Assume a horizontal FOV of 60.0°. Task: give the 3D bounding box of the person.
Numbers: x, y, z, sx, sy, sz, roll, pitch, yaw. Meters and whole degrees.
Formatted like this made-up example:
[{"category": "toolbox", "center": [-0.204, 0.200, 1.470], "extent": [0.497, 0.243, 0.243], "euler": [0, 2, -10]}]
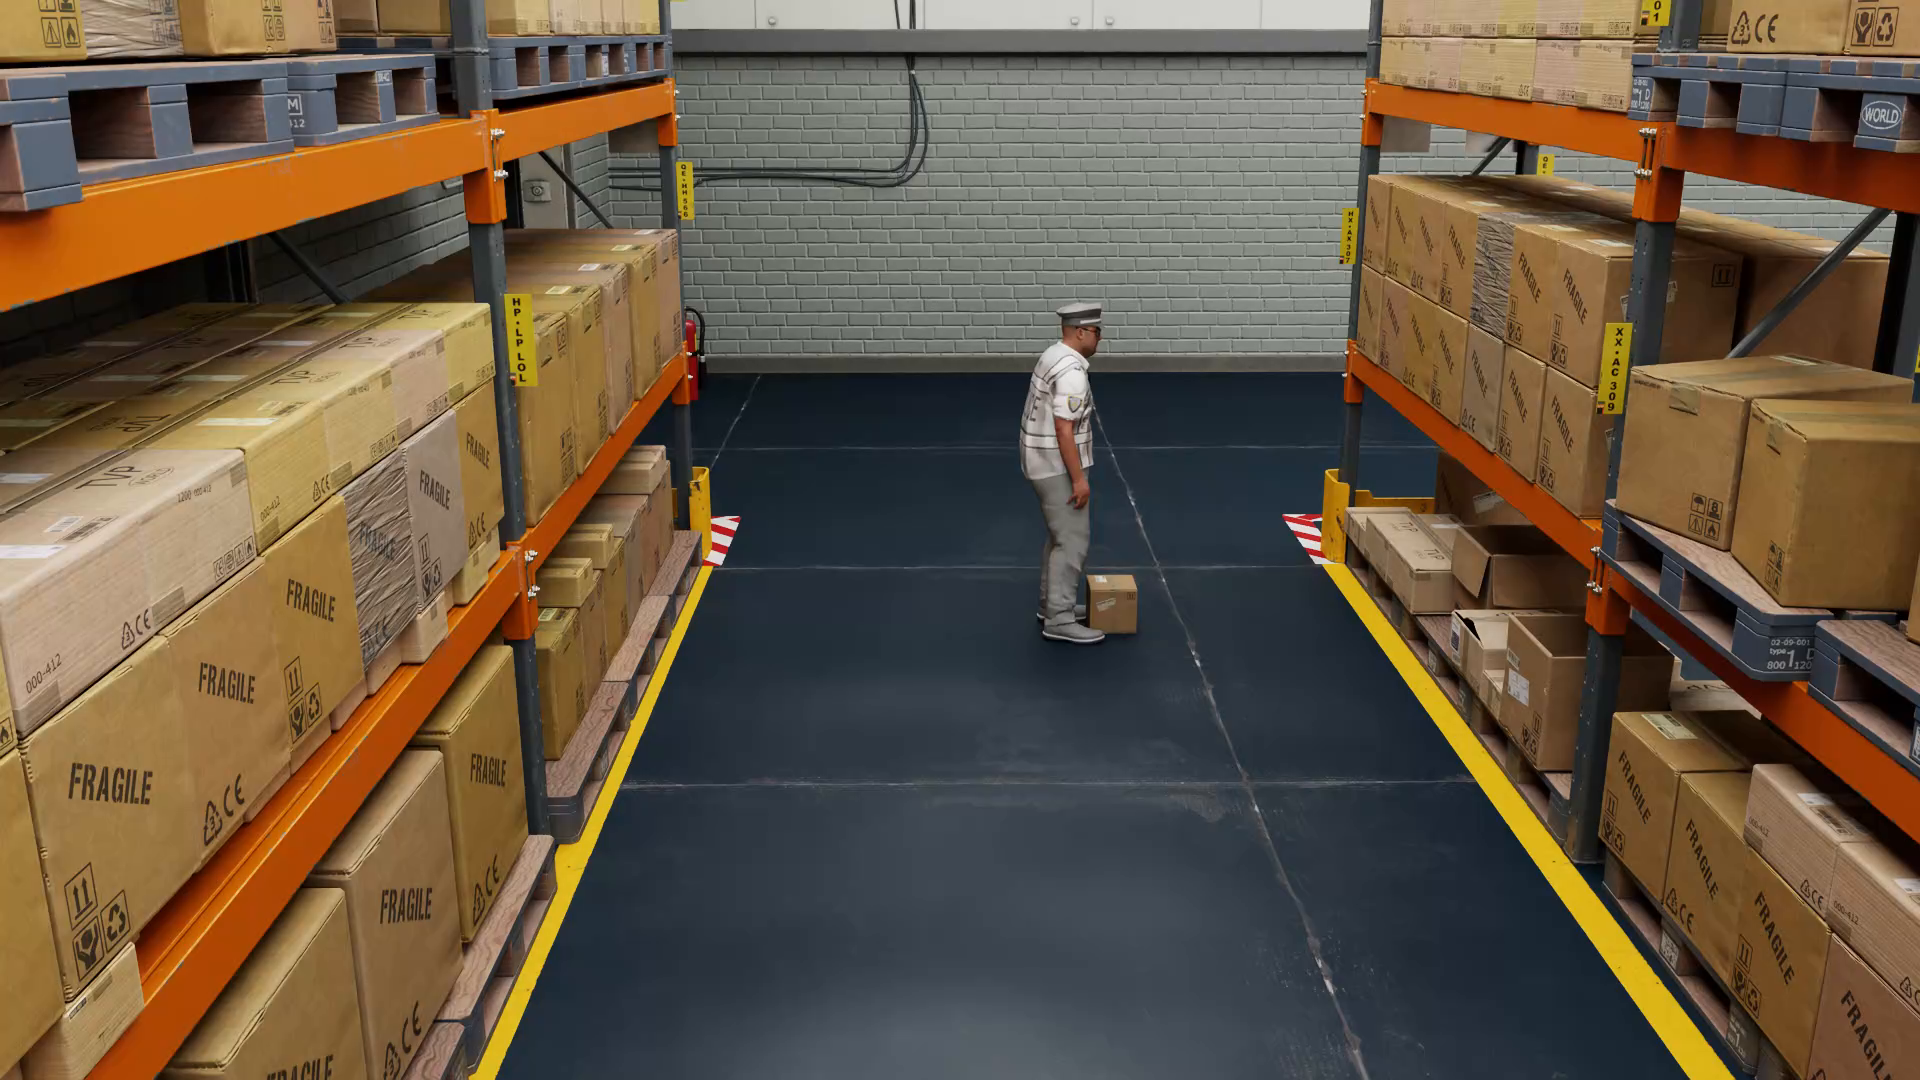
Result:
[{"category": "person", "center": [0.538, -0.370, 8.741], "extent": [0.436, 1.748, 0.606], "euler": [-1, 17, -4]}]
